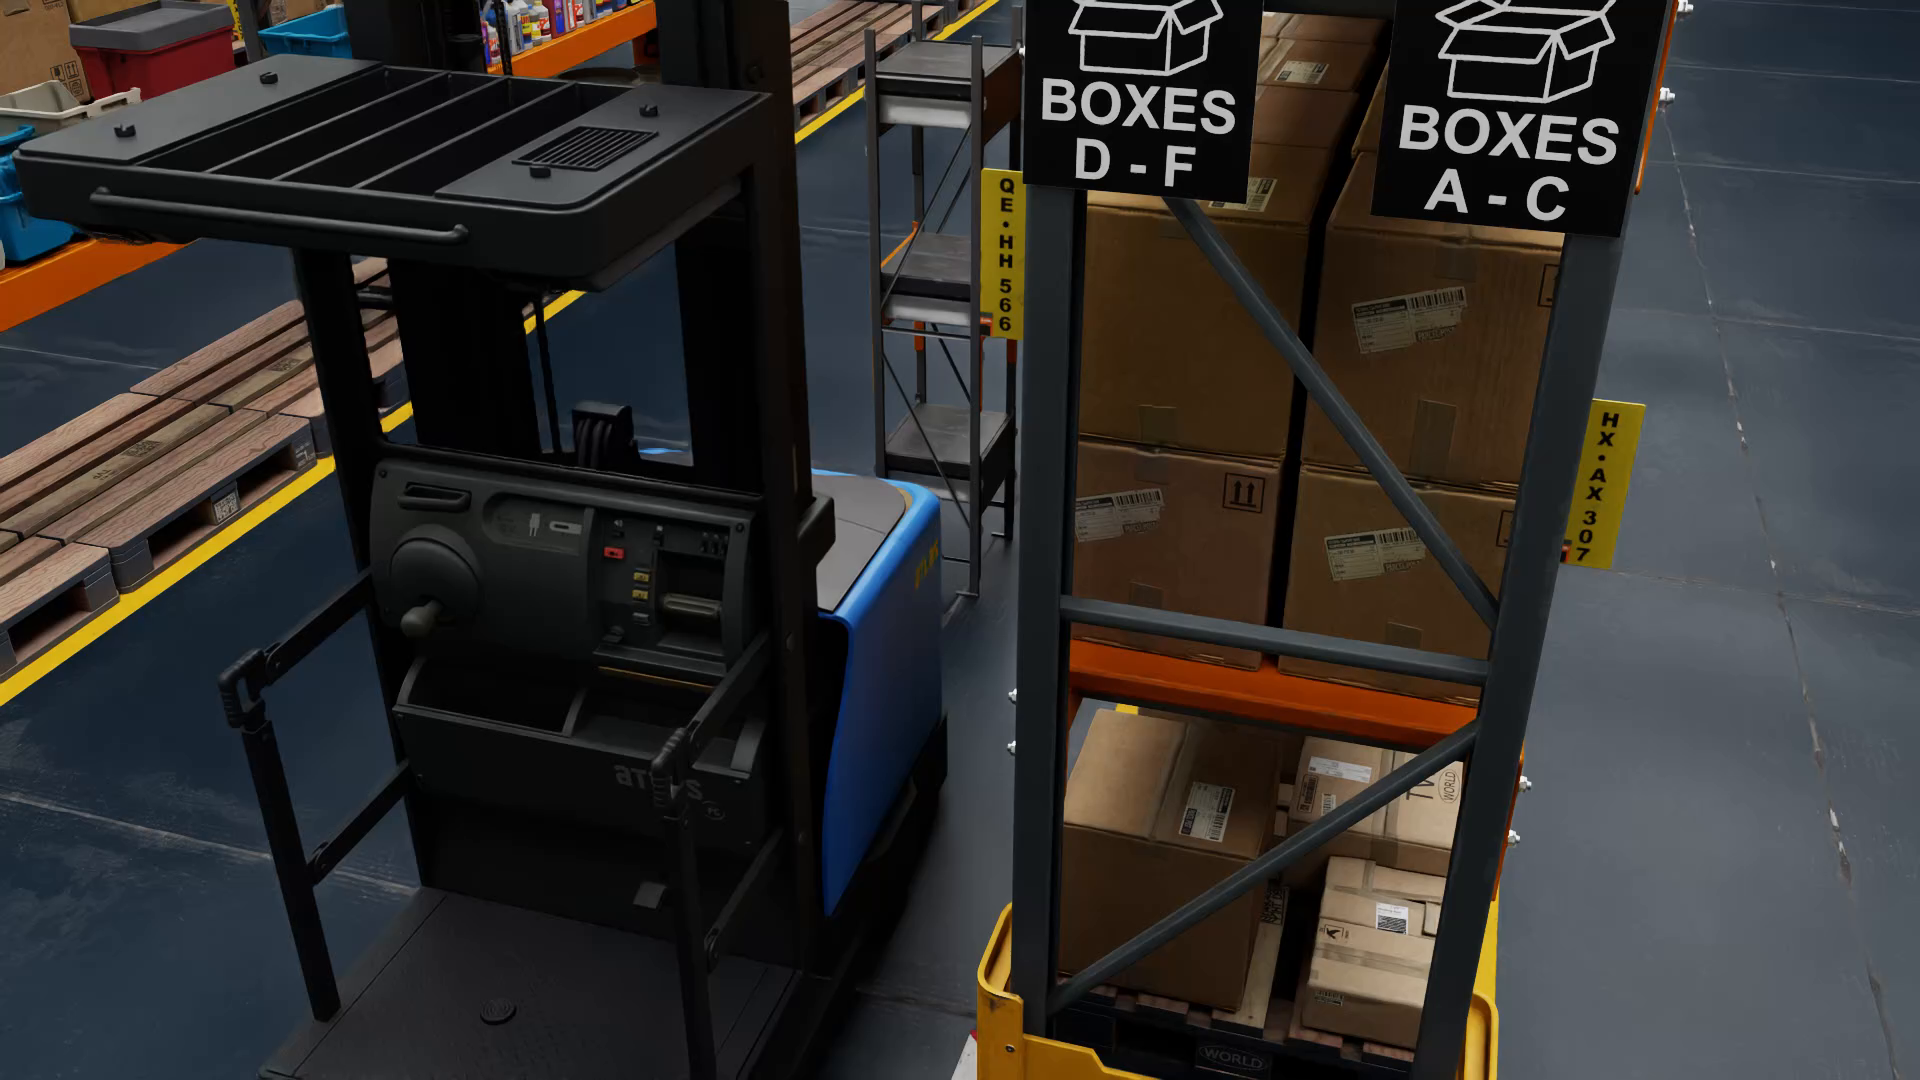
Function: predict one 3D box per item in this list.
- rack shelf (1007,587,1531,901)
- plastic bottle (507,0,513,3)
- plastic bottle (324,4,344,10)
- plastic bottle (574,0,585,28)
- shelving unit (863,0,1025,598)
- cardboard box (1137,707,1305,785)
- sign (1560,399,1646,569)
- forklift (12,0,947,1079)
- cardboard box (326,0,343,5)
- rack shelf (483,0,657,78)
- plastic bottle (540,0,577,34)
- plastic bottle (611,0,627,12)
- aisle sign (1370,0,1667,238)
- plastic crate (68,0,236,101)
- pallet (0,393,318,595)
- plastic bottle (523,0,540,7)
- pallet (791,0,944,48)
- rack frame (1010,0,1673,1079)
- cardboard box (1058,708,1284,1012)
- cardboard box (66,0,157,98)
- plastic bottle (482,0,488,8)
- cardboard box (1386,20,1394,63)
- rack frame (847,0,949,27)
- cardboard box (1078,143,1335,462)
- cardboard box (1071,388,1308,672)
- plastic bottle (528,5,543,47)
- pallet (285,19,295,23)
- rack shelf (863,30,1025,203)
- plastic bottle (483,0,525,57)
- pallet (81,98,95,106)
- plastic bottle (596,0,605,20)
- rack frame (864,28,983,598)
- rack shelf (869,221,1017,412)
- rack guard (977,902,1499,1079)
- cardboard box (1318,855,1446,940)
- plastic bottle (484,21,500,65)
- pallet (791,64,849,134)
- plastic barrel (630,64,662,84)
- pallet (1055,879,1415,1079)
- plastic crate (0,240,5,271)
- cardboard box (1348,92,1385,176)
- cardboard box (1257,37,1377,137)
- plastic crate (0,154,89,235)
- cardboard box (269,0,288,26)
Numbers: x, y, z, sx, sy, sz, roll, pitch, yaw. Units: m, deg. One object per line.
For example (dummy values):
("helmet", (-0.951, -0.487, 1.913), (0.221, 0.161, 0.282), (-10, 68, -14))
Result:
("rack shelf", (1.199, -0.411, 5.142), (1.077, 0.370, 4.000), (8, 30, 15))
("plastic bottle", (-2.668, -3.327, 9.696), (0.144, 0.351, 0.185), (8, 30, 15))
("plastic bottle", (-3.142, -2.538, 8.354), (0.152, 0.276, 0.135), (8, 30, 15))
("plastic bottle", (-2.116, -2.917, 9.113), (0.097, 0.201, 0.097), (0, 29, 0))
("shelving unit", (-0.049, -0.841, 6.101), (0.431, 2.100, 0.503), (8, 30, 15))
("cardboard box", (0.843, 0.489, 5.162), (0.500, 0.250, 0.500), (8, 30, 15))
("sign", (1.130, -0.096, 2.947), (0.100, 0.325, 0.005), (8, 30, 15))
("forklift", (-0.961, 0.113, 3.532), (1.130, 2.935, 3.031), (8, 30, 15))
("cardboard box", (-5.858, -5.126, 14.998), (0.700, 0.500, 0.500), (6, 30, 11))
("rack shelf", (-2.361, -2.978, 9.758), (1.077, 0.370, 4.000), (8, 30, 15))
("plastic bottle", (-2.177, -2.900, 9.005), (0.152, 0.276, 0.135), (8, 30, 15))
("plastic bottle", (-2.001, -3.204, 9.475), (0.144, 0.351, 0.185), (8, 30, 15))
("aisle sign", (0.872, -0.858, 2.532), (0.394, 0.787, 0.004), (8, 30, 15))
("plastic crate", (-3.450, -2.038, 7.200), (0.402, 0.464, 0.583), (8, 30, 15))
("pallet", (-3.483, -0.228, 6.943), (1.003, 0.211, 1.213), (8, 30, 15))
("plastic bottle", (-2.322, -2.921, 9.044), (0.152, 0.276, 0.135), (8, 30, 15))
("pallet", (-0.794, -4.492, 14.607), (1.003, 0.211, 1.213), (8, 30, 15))
("rack frame", (0.615, 0.205, 3.296), (0.949, 2.616, 0.053), (8, 30, 15))
("cardboard box", (0.536, 0.817, 4.315), (0.500, 0.500, 0.500), (8, 30, 15))
("cardboard box", (-6.732, -3.866, 12.367), (1.225, 0.875, 0.875), (7, 30, 13))
("plastic bottle", (-2.654, -3.101, 9.372), (0.097, 0.271, 0.097), (0, 29, 0))
("cardboard box", (1.076, -1.478, 5.189), (0.500, 0.500, 0.500), (8, 30, 13))
("rack frame", (-0.600, -6.081, 14.595), (1.000, 3.000, 0.127), (8, 30, 15))
("cardboard box", (0.479, -0.522, 3.472), (0.500, 0.500, 0.500), (8, 30, 14))
("cardboard box", (0.483, -0.086, 3.716), (0.500, 0.500, 0.500), (9, 30, 16))
("plastic bottle", (-2.252, -2.702, 8.726), (0.097, 0.201, 0.097), (0, 29, 0))
("pallet", (-5.918, -4.638, 14.870), (1.003, 0.211, 1.213), (8, 30, 15))
("rack shelf", (-0.049, -1.440, 5.768), (0.431, 0.518, 0.480), (8, 30, 15))
("plastic bottle", (-2.341, -2.639, 8.537), (0.152, 0.276, 0.135), (8, 30, 15))
("pallet", (-6.813, -3.354, 12.563), (1.003, 0.211, 1.213), (8, 30, 15))
("plastic bottle", (-2.048, -3.055, 9.289), (0.097, 0.271, 0.097), (0, 29, 0))
("rack frame", (-0.120, -0.727, 5.897), (0.400, 2.100, 0.015), (8, 30, 15))
("rack shelf", (-0.049, -0.829, 6.108), (0.431, 0.518, 0.480), (8, 30, 15))
("rack guard", (0.634, 1.262, 3.968), (1.175, 0.500, 0.348), (8, 30, 15))
("cardboard box", (1.136, 0.989, 4.349), (0.380, 0.166, 0.250), (8, 30, 15))
("plastic bottle", (-2.377, -2.504, 8.370), (0.097, 0.201, 0.097), (0, 29, 0))
("pallet", (-1.510, -3.358, 12.569), (1.003, 0.211, 1.213), (8, 30, 15))
("plastic barrel", (-1.982, -2.813, 10.849), (0.421, 0.512, 0.421), (0, 29, 0))
("pallet", (0.867, 1.017, 4.704), (1.003, 0.211, 1.213), (8, 30, 15))
("plastic crate", (-3.363, -0.935, 5.555), (0.250, 0.136, 0.298), (8, 30, 15))
("cardboard box", (1.140, -0.689, 3.771), (0.500, 0.500, 0.500), (9, 30, 15))
("cardboard box", (0.774, -0.999, 4.328), (0.500, 0.500, 0.500), (9, 30, 16))
("plastic crate", (-3.261, -1.276, 6.069), (0.416, 0.233, 0.300), (8, 30, 15))
("cardboard box", (-6.181, -4.602, 14.056), (0.700, 0.500, 0.500), (6, 30, 11))
